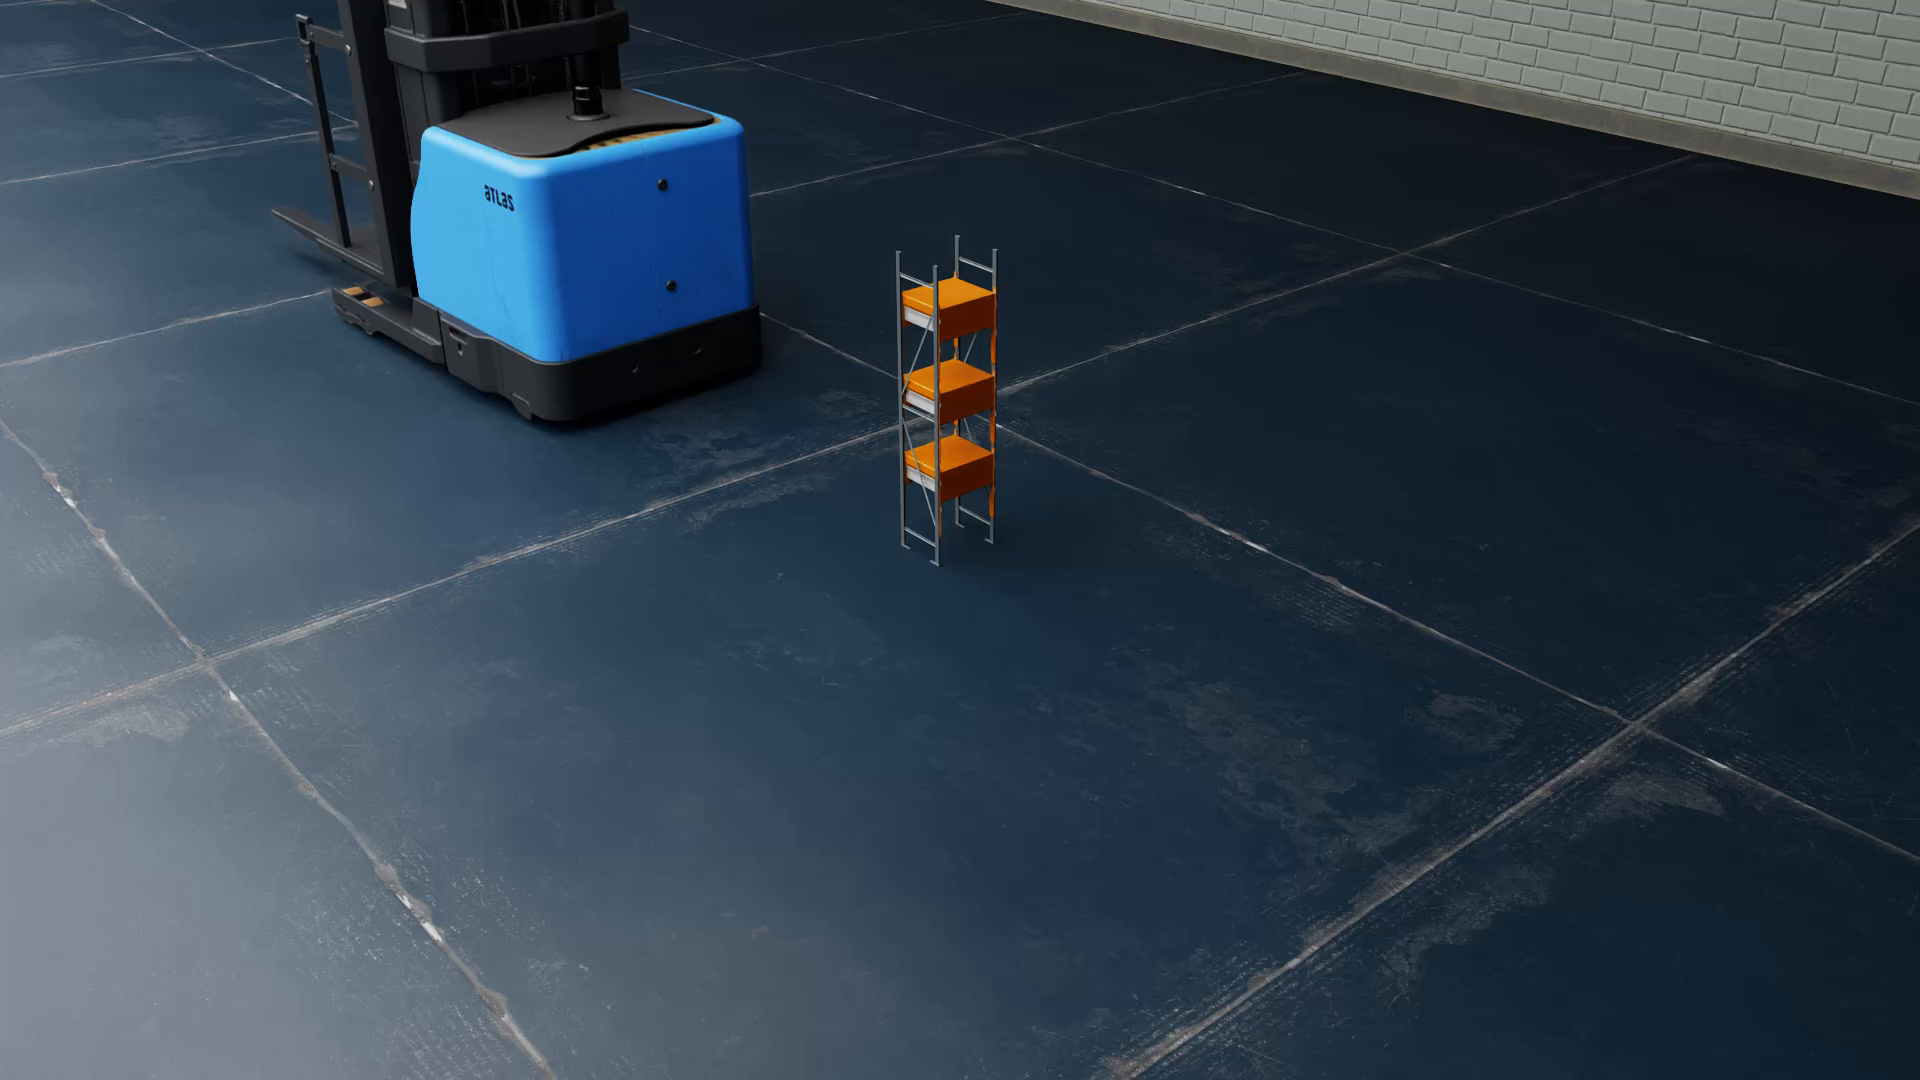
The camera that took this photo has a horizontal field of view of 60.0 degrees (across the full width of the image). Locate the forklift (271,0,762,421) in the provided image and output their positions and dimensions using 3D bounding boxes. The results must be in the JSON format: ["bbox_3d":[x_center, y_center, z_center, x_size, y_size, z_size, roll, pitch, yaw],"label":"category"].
[{"bbox_3d":[-2.211,-2.359,7.055,1.130,2.935,3.031,-24,36,-37],"label":"forklift"}]

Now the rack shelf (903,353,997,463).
[{"bbox_3d":[-0.041,-0.437,5.477,0.240,0.259,0.215,-22,35,-35],"label":"rack shelf"}]

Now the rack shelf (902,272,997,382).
[{"bbox_3d":[-0.041,-0.688,5.343,0.240,0.259,0.215,-22,35,-35],"label":"rack shelf"}]

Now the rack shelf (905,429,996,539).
[{"bbox_3d":[-0.041,-0.192,5.608,0.240,0.259,0.215,-22,35,-35],"label":"rack shelf"}]

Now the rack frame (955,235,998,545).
[{"bbox_3d":[0.052,-0.484,5.542,0.008,1.050,0.200,-22,35,-35],"label":"rack frame"}]

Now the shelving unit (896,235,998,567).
[{"bbox_3d":[-0.041,-0.447,5.472,0.252,1.050,0.215,-22,35,-35],"label":"shelving unit"}]

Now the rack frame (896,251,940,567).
[{"bbox_3d":[-0.134,-0.409,5.402,0.008,1.050,0.200,-22,35,-35],"label":"rack frame"}]
